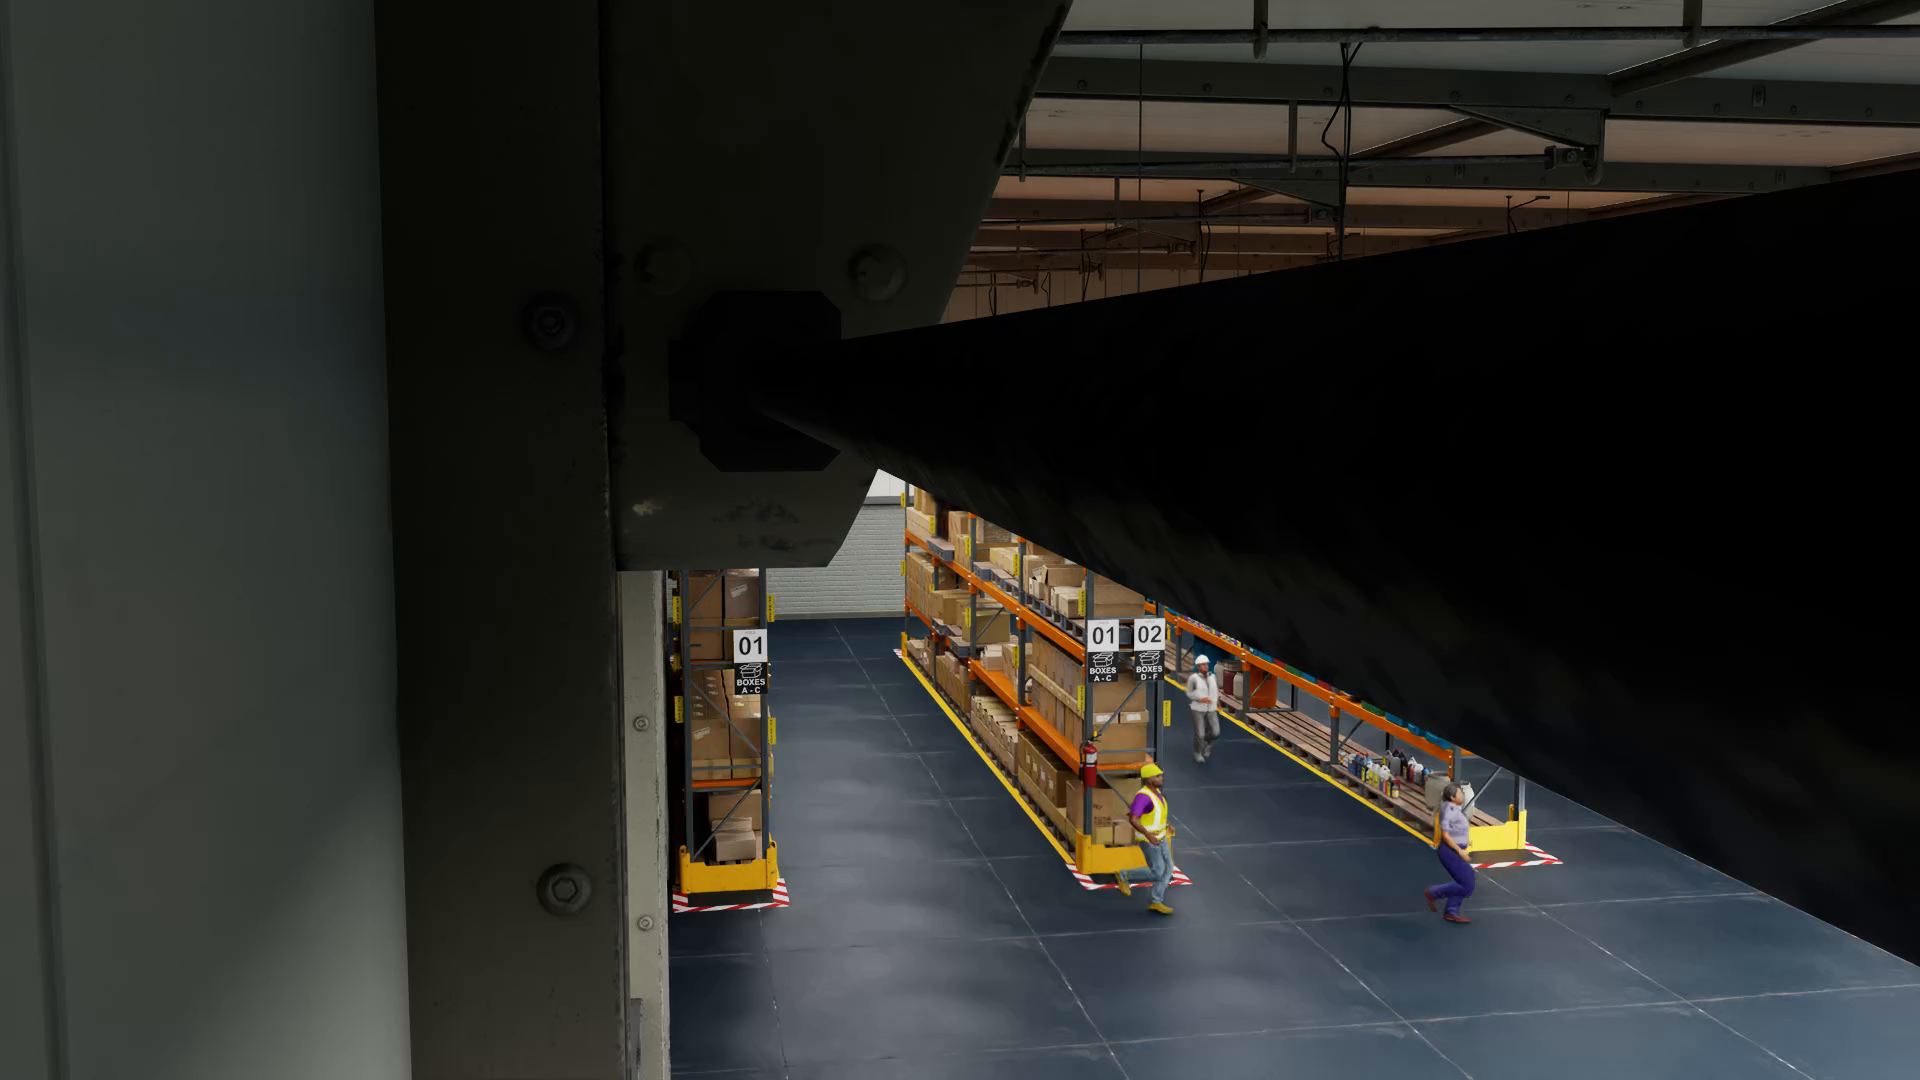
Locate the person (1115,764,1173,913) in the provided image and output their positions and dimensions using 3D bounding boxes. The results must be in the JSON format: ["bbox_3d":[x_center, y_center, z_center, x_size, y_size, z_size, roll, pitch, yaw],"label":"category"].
[{"bbox_3d":[2.201,3.473,19.489,0.701,1.727,0.720,3,7,26],"label":"person"}]

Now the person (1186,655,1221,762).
[{"bbox_3d":[3.926,2.709,26.575,0.645,1.732,0.592,-2,6,-17],"label":"person"}]

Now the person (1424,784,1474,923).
[{"bbox_3d":[5.585,3.575,18.993,0.558,1.603,0.619,1,6,11],"label":"person"}]
